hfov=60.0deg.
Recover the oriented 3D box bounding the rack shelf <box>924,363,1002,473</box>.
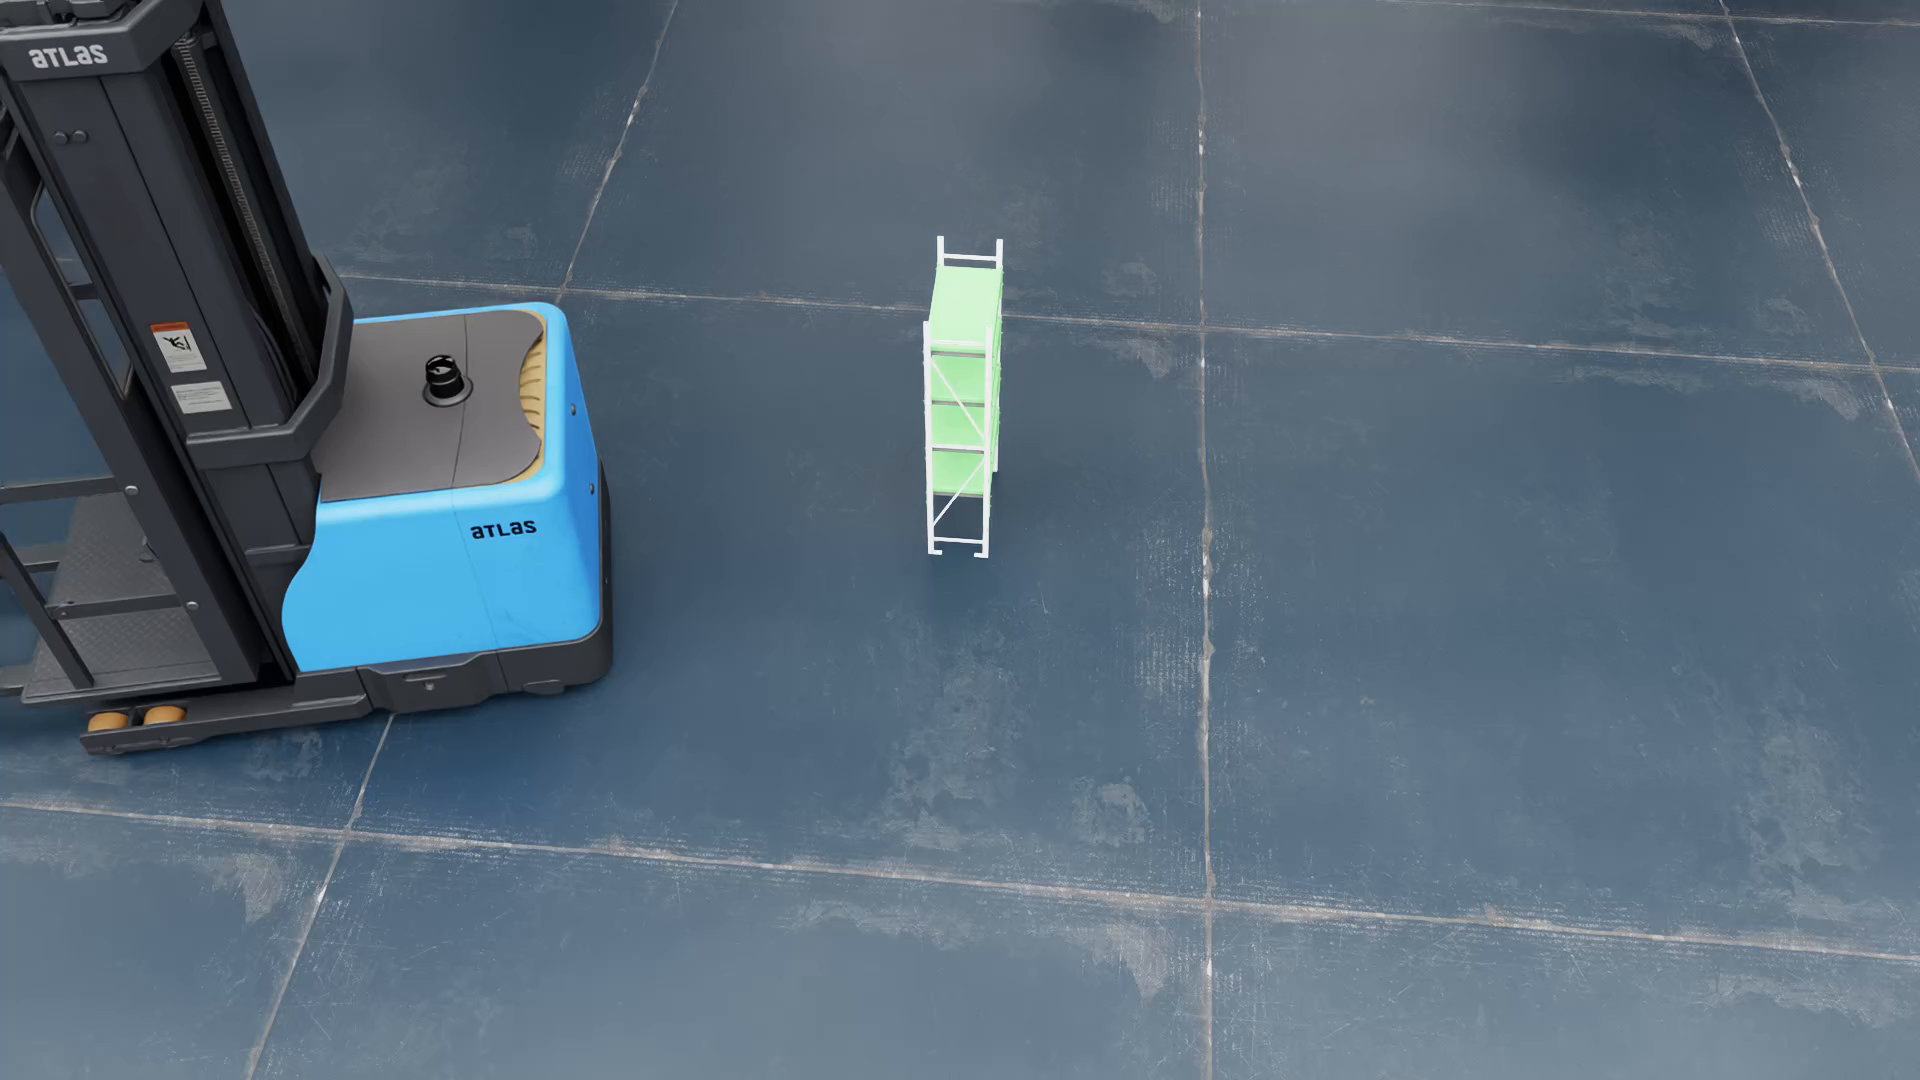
[{"bbox_3d":[0.015,-0.483,6.466,0.258,0.148,0.480,4,48,4],"label":"rack shelf"}]

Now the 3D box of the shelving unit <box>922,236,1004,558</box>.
[{"bbox_3d":[0.015,-0.527,6.419,0.258,1.200,0.503,4,48,4],"label":"shelving unit"}]

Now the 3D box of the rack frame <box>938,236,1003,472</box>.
[{"bbox_3d":[0.037,-0.706,6.583,0.240,1.200,0.015,4,48,4],"label":"rack frame"}]

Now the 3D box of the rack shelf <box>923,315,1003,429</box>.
[{"bbox_3d":[0.015,-0.645,6.289,0.258,0.148,0.480,4,48,4],"label":"rack shelf"}]

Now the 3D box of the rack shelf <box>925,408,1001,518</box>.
[{"bbox_3d":[0.015,-0.321,6.643,0.258,0.148,0.480,4,48,4],"label":"rack shelf"}]

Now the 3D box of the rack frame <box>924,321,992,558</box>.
[{"bbox_3d":[-0.007,-0.347,6.255,0.240,1.200,0.015,4,48,4],"label":"rack frame"}]

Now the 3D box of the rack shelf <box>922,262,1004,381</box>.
[{"bbox_3d":[0.015,-0.807,6.111,0.258,0.148,0.480,4,48,4],"label":"rack shelf"}]

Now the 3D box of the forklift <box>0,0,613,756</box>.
[{"bbox_3d":[-2.865,-0.632,5.342,3.031,2.935,1.130,-7,48,-6],"label":"forklift"}]
